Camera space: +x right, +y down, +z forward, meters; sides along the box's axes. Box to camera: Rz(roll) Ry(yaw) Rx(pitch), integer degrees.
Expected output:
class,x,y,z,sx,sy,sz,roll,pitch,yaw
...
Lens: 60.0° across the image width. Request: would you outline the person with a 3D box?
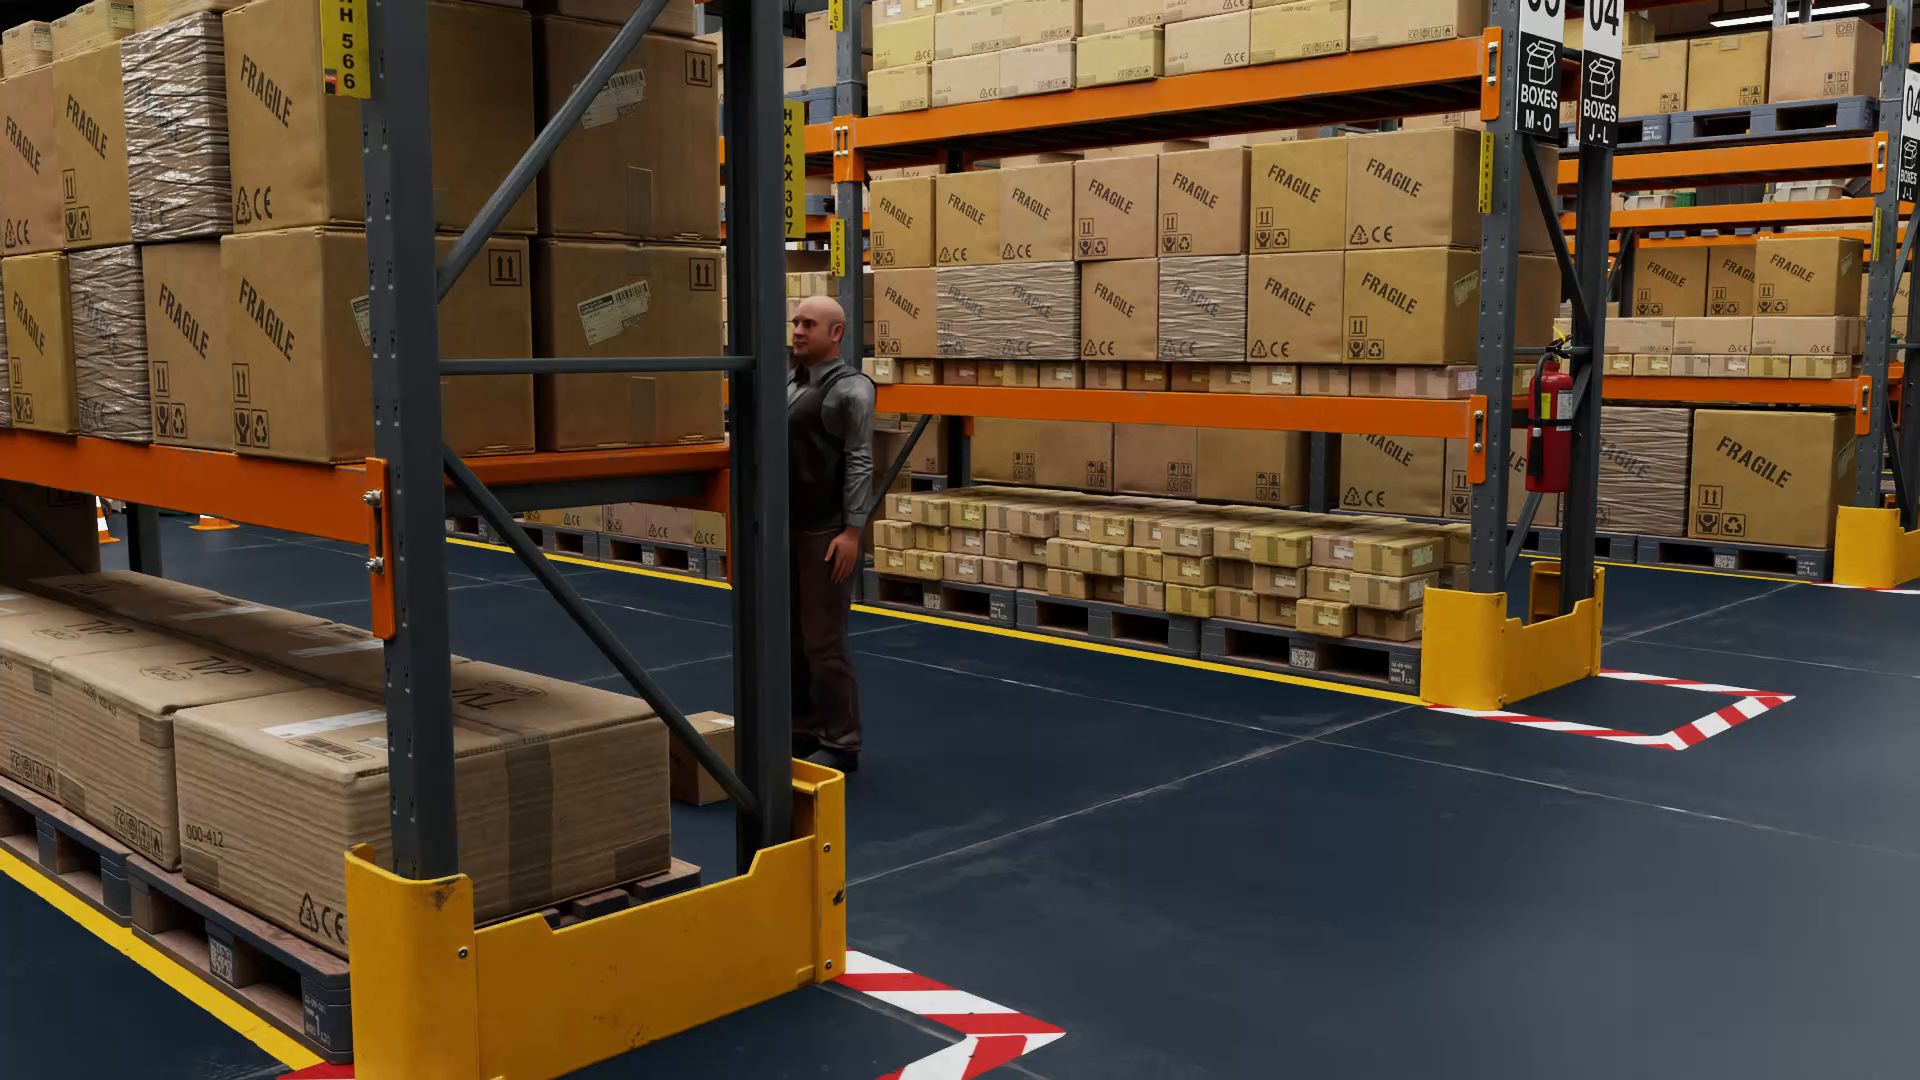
class,x,y,z,sx,sy,sz,roll,pitch,yaw
person,-0.534,0.010,6.004,0.532,1.768,0.372,7,10,44
